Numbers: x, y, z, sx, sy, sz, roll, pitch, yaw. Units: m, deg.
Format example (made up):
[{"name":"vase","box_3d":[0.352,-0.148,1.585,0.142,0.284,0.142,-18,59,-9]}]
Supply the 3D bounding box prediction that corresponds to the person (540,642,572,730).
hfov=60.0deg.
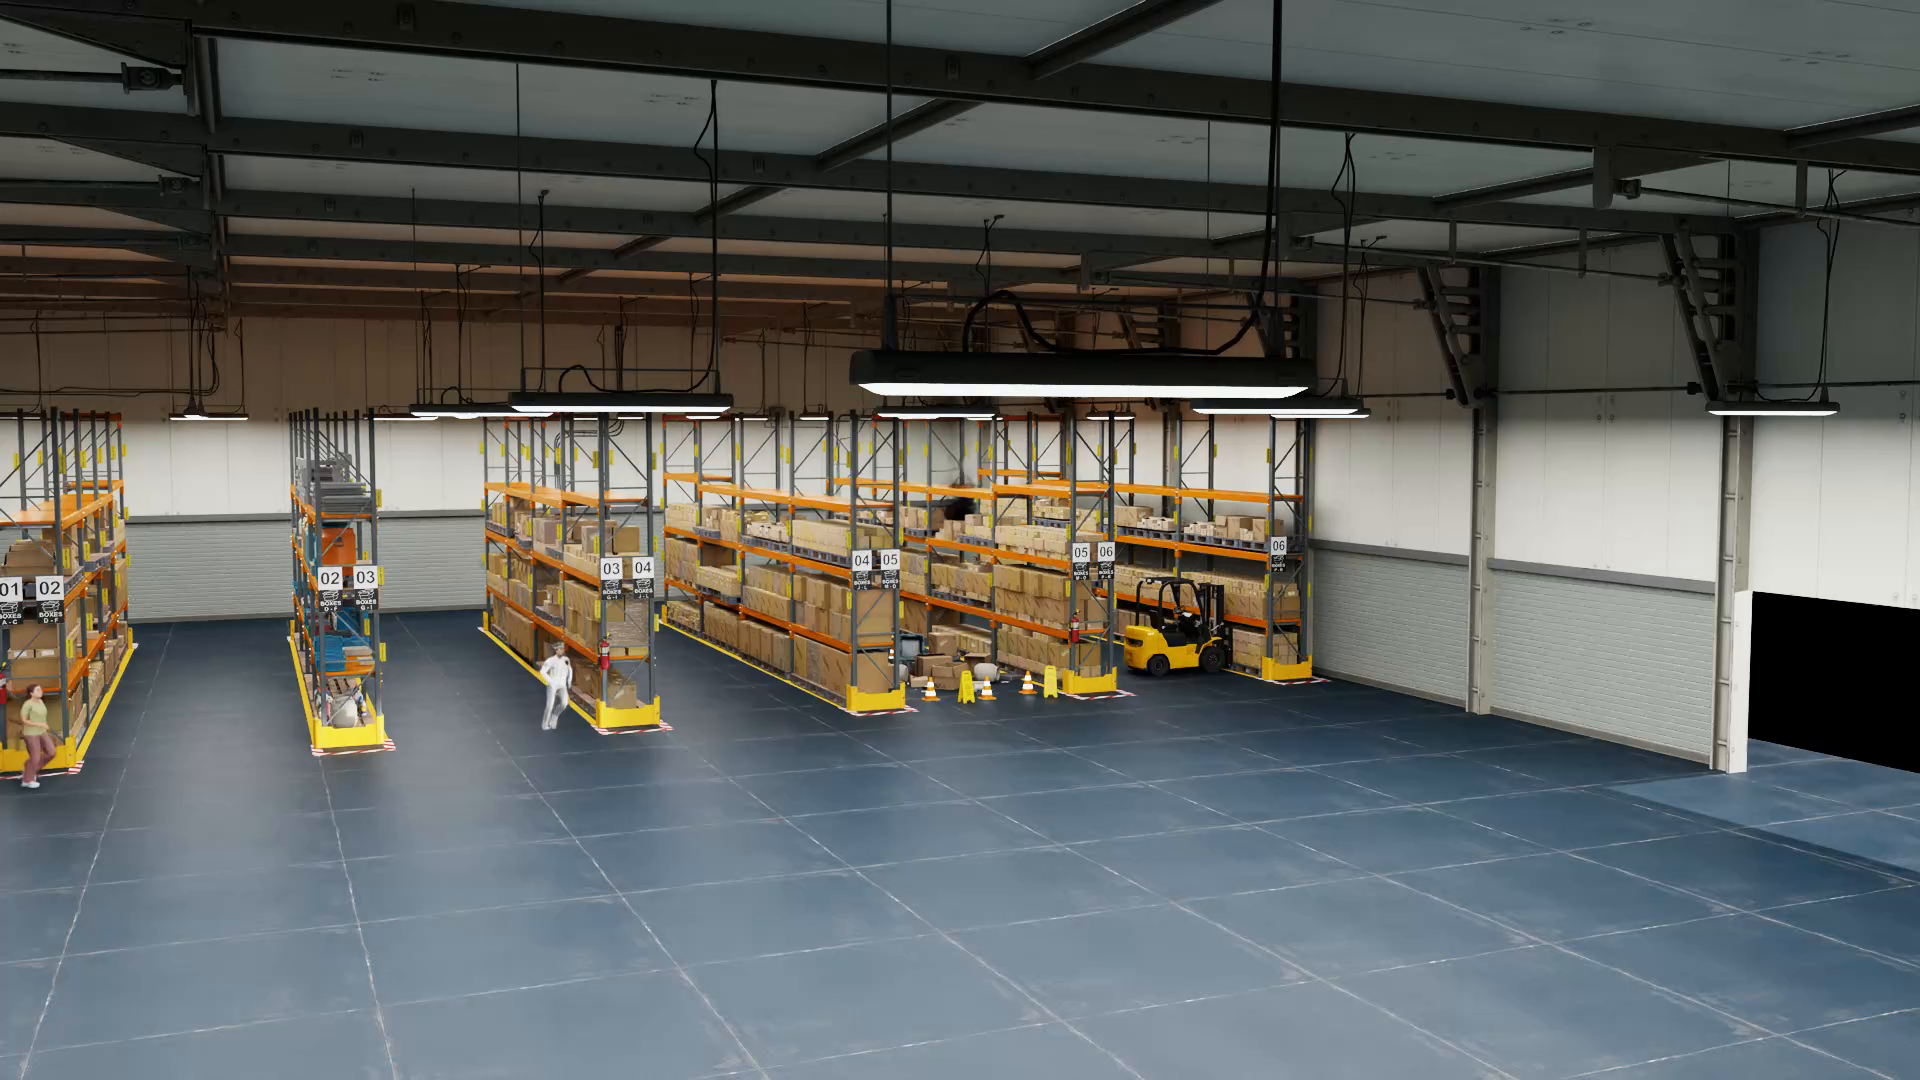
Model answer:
[{"name":"person","box_3d":[-7.529,2.721,31.075,0.617,1.632,0.550,-3,5,-35]}]

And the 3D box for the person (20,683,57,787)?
[{"name":"person","box_3d":[-14.543,3.070,26.251,0.560,1.635,0.615,1,4,8]}]

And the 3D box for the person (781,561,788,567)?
[{"name":"person","box_3d":[-5.257,1.369,50.774,0.651,1.659,0.589,-1,4,-10]}]
